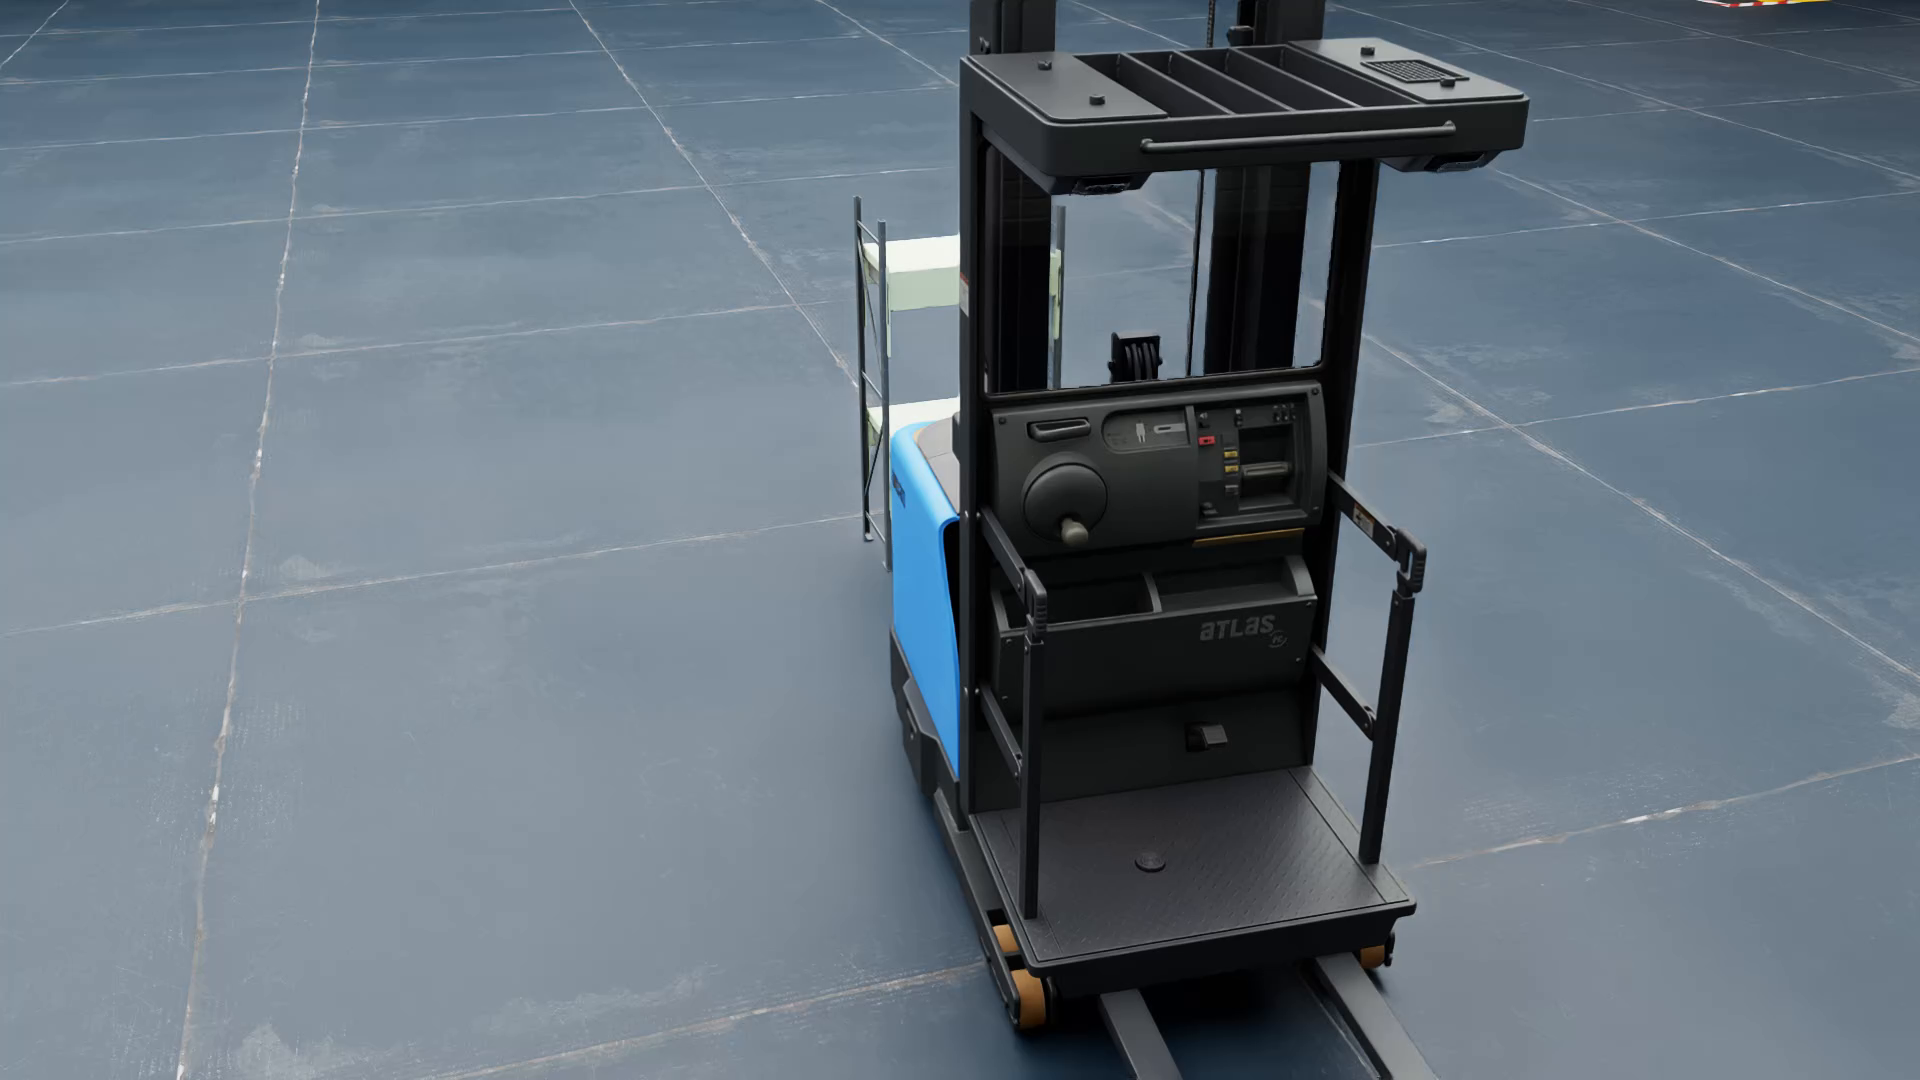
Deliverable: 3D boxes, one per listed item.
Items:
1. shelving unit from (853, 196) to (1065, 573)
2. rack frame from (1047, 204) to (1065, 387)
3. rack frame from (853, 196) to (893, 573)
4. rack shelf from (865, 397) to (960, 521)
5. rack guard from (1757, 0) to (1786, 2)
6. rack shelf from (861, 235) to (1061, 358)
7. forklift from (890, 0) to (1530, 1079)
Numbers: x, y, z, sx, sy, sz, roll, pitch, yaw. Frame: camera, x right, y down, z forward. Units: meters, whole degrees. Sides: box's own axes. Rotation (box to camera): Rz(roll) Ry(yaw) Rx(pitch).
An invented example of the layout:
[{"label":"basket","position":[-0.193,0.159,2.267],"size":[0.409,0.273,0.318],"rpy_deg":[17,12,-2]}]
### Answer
[{"label":"shelving unit","position":[-0.006,-0.671,6.915],"size":[0.755,1.500,0.431],"rpy_deg":[-8,28,-16]},{"label":"rack frame","position":[0.342,-0.721,7.016],"size":[0.023,1.500,0.400],"rpy_deg":[-8,28,-16]},{"label":"rack frame","position":[-0.354,-0.620,6.813],"size":[0.023,1.500,0.400],"rpy_deg":[-8,28,-16]},{"label":"rack shelf","position":[-0.006,-0.379,7.060],"size":[0.720,0.370,0.431],"rpy_deg":[-8,28,-16]},{"label":"rack guard","position":[10.054,-7.214,21.219],"size":[0.348,0.500,1.175],"rpy_deg":[-8,28,-16]},{"label":"rack shelf","position":[-0.006,-1.020,6.741],"size":[0.720,0.370,0.431],"rpy_deg":[-8,28,-16]},{"label":"forklift","position":[0.598,-0.162,4.281],"size":[1.130,2.935,3.031],"rpy_deg":[-6,27,-12]}]
